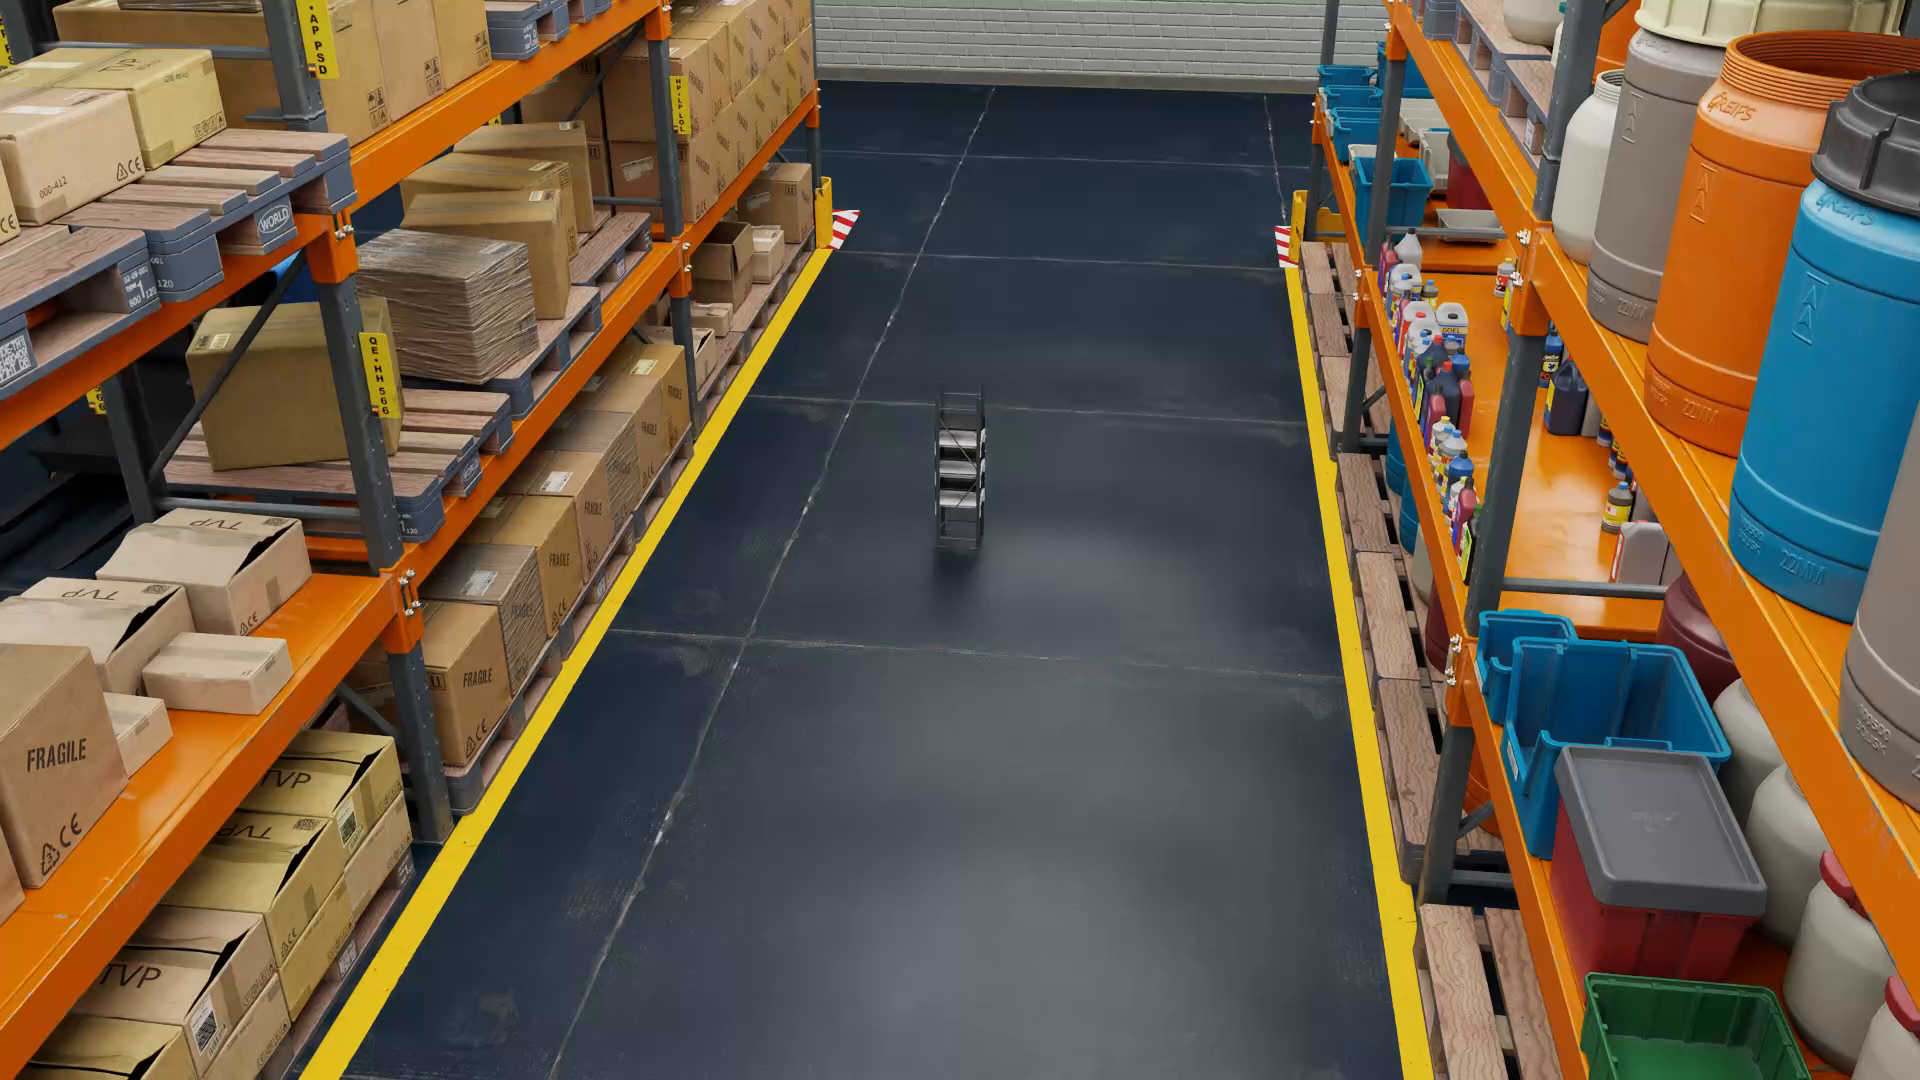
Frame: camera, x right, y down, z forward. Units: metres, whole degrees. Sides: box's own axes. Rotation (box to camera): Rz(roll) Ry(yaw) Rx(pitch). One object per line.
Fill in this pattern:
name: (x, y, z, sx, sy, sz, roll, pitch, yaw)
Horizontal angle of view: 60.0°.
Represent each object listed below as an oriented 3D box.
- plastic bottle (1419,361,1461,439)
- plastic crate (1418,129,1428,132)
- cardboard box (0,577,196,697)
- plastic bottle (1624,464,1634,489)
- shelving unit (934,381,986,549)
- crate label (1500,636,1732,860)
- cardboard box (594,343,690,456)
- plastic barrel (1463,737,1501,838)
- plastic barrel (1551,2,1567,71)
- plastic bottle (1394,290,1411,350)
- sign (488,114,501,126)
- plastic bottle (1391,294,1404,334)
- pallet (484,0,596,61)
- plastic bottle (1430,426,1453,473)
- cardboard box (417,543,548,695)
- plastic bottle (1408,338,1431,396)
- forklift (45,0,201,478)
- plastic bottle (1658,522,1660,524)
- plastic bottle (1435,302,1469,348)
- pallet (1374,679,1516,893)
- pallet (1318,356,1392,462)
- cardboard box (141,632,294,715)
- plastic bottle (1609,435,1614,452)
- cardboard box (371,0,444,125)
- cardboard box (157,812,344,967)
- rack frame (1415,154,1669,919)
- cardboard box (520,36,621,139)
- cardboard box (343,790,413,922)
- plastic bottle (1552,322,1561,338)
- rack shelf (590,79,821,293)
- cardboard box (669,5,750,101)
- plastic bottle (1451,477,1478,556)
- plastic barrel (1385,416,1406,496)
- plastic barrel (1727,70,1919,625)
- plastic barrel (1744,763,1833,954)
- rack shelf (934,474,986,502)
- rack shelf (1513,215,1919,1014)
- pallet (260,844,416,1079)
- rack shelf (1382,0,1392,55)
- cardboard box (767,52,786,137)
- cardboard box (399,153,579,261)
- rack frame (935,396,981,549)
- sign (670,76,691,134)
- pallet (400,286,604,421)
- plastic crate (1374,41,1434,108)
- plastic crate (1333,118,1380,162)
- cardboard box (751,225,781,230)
plastic bottle: (2.114, -0.622, 7.294, 0.144, 0.351, 0.185, 3, 28, 6)
plastic crate: (3.269, -2.691, 11.297, 0.298, 0.136, 0.250, 3, 28, 6)
cardboard box: (-2.931, 0.341, 5.548, 0.500, 0.311, 0.500, 3, 28, 6)
plastic bottle: (2.698, -0.221, 6.632, 0.097, 0.271, 0.097, 0, 28, 0)
shelving unit: (0.001, -0.400, 9.044, 0.258, 0.900, 0.210, 3, 28, 6)
crate label: (1.896, 0.618, 4.902, 0.502, 0.435, 0.616, 3, 28, 6)
cardboard box: (-1.915, -0.835, 9.808, 0.500, 0.500, 0.500, 3, 28, 6)
plastic barrel: (2.330, 0.721, 6.594, 0.600, 0.830, 0.708, 3, 28, 6)
plastic barrel: (2.272, -1.776, 5.924, 0.301, 0.262, 0.301, 0, 28, 0)
plastic bottle: (2.199, -1.084, 8.222, 0.061, 0.283, 0.133, 3, 28, 6)
sign: (-2.678, -2.399, 9.629, 0.100, 0.325, 0.005, 3, 28, 6)
plastic bottle: (2.244, -1.147, 8.425, 0.097, 0.201, 0.097, 0, 28, 0)
pallet: (-2.413, -2.437, 7.646, 1.213, 0.211, 1.003, 3, 28, 6)
plastic bottle: (2.045, -0.383, 7.007, 0.097, 0.201, 0.097, 0, 28, 0)
cardboard box: (-2.231, 0.355, 7.601, 0.500, 0.500, 0.500, 2, 28, 4)
plastic bottle: (2.147, -0.805, 7.717, 0.097, 0.271, 0.097, 0, 28, 0)
forklift: (-5.974, -1.108, 8.215, 3.258, 2.935, 5.769, 4, 29, 7)
plastic bottle: (2.746, -0.104, 6.403, 0.061, 0.283, 0.133, 3, 28, 6)
plastic bottle: (2.379, -1.006, 8.085, 0.152, 0.276, 0.135, 3, 28, 6)
pallet: (2.342, 1.036, 7.104, 1.003, 0.211, 1.213, 3, 28, 6)
pallet: (2.828, -0.822, 10.552, 1.003, 0.211, 1.213, 3, 28, 6)
cardboard box: (-2.465, 0.442, 5.531, 0.380, 0.149, 0.250, 3, 28, 6)
plastic bottle: (2.847, -0.493, 7.125, 0.061, 0.283, 0.133, 3, 28, 6)
cardboard box: (-2.547, -1.920, 6.382, 0.910, 0.500, 0.500, 3, 28, 6)
cardboard box: (-2.506, 1.177, 5.768, 0.500, 0.311, 0.500, 3, 28, 5)
rack frame: (2.287, 0.182, 5.749, 1.000, 3.000, 0.127, 3, 28, 6)
cardboard box: (-2.334, -2.728, 9.991, 0.500, 0.500, 0.500, 3, 29, 6)
cardboard box: (-2.451, 1.180, 6.354, 0.500, 0.250, 0.500, 4, 29, 7)
plastic bottle: (2.926, -0.969, 8.017, 0.152, 0.276, 0.135, 3, 28, 6)
rack shelf: (-1.894, -2.615, 11.700, 1.077, 0.370, 4.000, 3, 28, 6)
cardboard box: (-1.676, -3.165, 10.802, 0.500, 0.500, 0.500, 3, 28, 5)
plastic bottle: (1.941, -0.090, 6.378, 0.061, 0.283, 0.133, 3, 28, 6)
plastic barrel: (2.693, -0.707, 9.169, 0.600, 0.901, 0.708, 3, 28, 6)
plastic barrel: (1.804, -0.344, 3.035, 0.600, 0.901, 0.708, 3, 28, 6)
plastic barrel: (2.321, 0.828, 4.433, 0.421, 0.512, 0.421, 0, 28, 0)
rack shelf: (0.001, -0.291, 9.102, 0.258, 0.077, 0.200, 3, 28, 6)
rack shelf: (2.041, 0.120, 3.461, 1.077, 0.370, 4.000, 3, 28, 6)
pallet: (-2.769, 1.505, 6.233, 1.003, 0.211, 1.213, 3, 28, 6)
rack shelf: (3.022, -3.646, 10.451, 1.077, 0.370, 4.000, 3, 28, 6)
cardboard box: (-1.560, -3.212, 11.944, 0.500, 0.500, 0.500, 4, 29, 7)
cardboard box: (-2.440, -1.682, 8.661, 0.700, 0.500, 0.500, 8, 29, 14)
rack frame: (-0.011, -0.352, 8.955, 0.240, 0.900, 0.006, 3, 28, 6)
sign: (-1.588, -2.470, 9.451, 0.100, 0.325, 0.005, 3, 28, 6)
pallet: (-2.395, -0.939, 8.032, 1.003, 0.211, 1.213, 3, 28, 6)
plastic crate: (3.411, -3.457, 12.404, 0.616, 0.435, 0.499, 3, 28, 6)
plastic crate: (2.712, -2.678, 11.172, 0.416, 0.233, 0.300, 3, 28, 6)
cardboard box: (-1.610, -2.364, 12.999, 0.380, 0.166, 0.250, 3, 28, 6)
